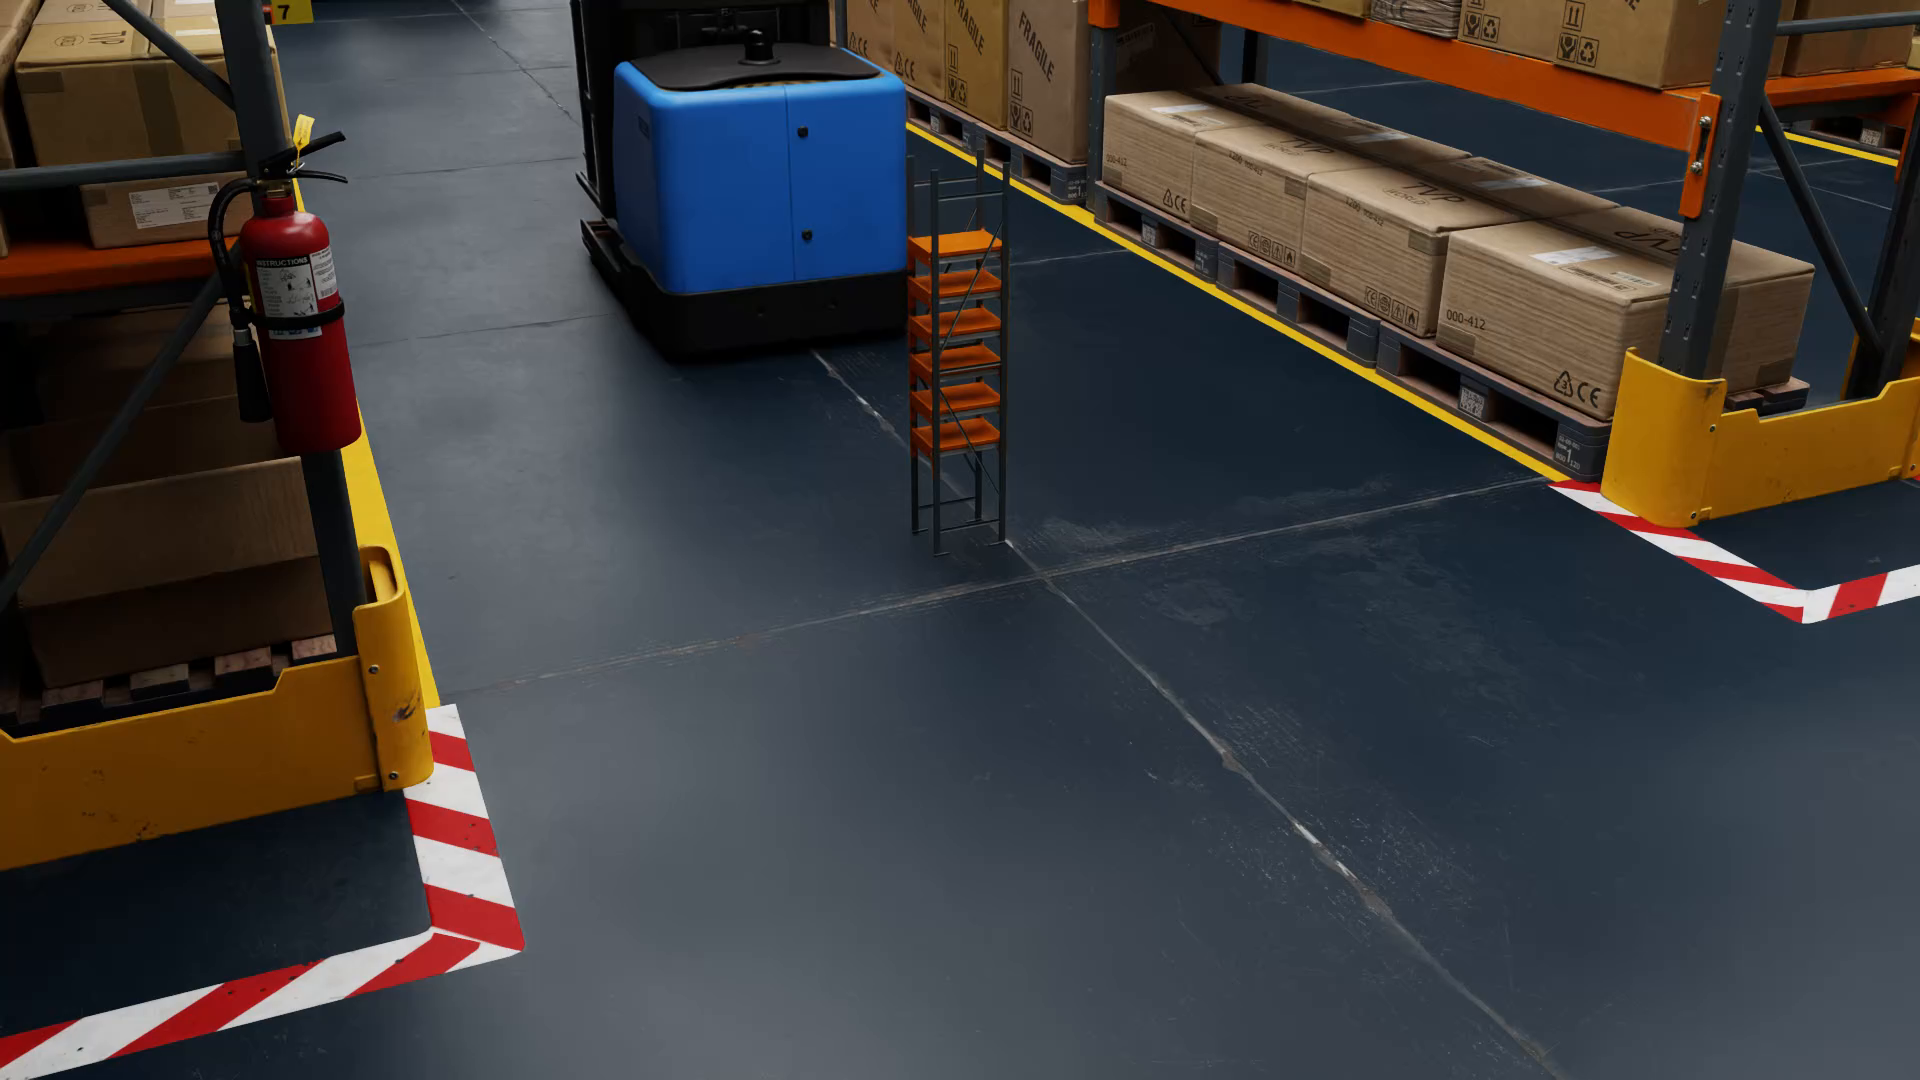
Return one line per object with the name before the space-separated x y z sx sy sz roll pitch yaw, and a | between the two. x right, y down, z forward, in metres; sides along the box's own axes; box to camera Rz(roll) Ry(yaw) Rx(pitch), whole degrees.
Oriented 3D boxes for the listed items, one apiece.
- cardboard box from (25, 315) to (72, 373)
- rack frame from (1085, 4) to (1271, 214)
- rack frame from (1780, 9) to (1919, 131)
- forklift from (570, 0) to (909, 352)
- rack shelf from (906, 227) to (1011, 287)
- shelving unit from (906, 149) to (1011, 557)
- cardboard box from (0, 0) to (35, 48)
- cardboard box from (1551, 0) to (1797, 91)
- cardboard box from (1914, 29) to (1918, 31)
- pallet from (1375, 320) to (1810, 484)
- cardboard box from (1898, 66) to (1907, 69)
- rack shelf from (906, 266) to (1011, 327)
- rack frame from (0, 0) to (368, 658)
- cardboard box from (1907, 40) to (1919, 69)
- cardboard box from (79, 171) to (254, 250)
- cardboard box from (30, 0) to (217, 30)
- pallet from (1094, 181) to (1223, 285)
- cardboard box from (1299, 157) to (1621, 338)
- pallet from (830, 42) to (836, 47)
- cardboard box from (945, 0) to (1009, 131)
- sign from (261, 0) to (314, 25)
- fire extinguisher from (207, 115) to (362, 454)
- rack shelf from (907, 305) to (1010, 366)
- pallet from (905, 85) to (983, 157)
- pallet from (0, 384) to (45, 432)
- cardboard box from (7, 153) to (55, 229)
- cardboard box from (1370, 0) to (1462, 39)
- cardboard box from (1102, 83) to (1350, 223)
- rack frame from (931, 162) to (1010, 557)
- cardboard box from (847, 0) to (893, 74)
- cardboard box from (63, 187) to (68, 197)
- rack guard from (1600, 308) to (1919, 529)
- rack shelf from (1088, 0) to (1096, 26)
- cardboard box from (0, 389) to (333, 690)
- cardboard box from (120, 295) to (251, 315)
cardboard box | -3.204 -0.740 6.117 0.380 0.149 0.250 -11 28 -21
rack frame | 1.151 -3.169 8.321 1.000 3.000 0.127 -11 28 -21
rack frame | 5.666 -4.060 10.147 1.000 3.000 0.127 -11 28 -21
forklift | -1.201 -2.686 7.411 1.130 2.935 3.031 -10 28 -19
rack shelf | -0.006 -0.829 4.860 0.258 0.103 0.180 -11 28 -21
shelving unit | -0.006 -0.545 4.999 0.258 1.200 0.189 -11 28 -21
cardboard box | -2.473 -1.114 3.945 0.500 0.250 0.500 -10 28 -20
cardboard box | 2.285 -1.748 5.298 0.500 0.500 0.500 -10 28 -20
cardboard box | 5.610 -3.060 10.192 0.380 0.149 0.250 -9 28 -19
pallet | 2.332 -0.610 6.259 1.003 0.211 1.213 -11 28 -21
cardboard box | 5.695 -2.813 10.025 0.380 0.149 0.250 -10 28 -20
rack shelf | -0.006 -0.721 4.913 0.258 0.103 0.180 -11 28 -21
rack frame | -1.848 -0.700 3.264 1.000 3.000 0.127 -11 28 -21
cardboard box | 5.808 -2.845 9.751 0.380 0.149 0.250 -11 28 -21
cardboard box | -1.725 -0.766 3.687 0.380 0.149 0.250 -11 28 -21
cardboard box | -1.976 -1.199 4.118 0.500 0.250 0.500 -10 28 -20
pallet | 1.377 -1.595 8.277 1.003 0.211 1.213 -11 28 -21
cardboard box | 2.001 -1.209 6.748 0.875 0.438 0.875 -10 28 -19
pallet | -0.720 -3.846 12.887 1.003 0.211 1.213 -11 28 -21
cardboard box | 0.474 -3.003 9.924 0.875 0.875 0.875 -10 28 -19
sign | -1.349 -1.182 3.265 0.100 0.325 0.005 -11 28 -21
fire extinguisher | -1.365 -0.517 3.404 0.296 0.674 0.183 -11 28 -21
rack shelf | -0.006 -0.613 4.966 0.258 0.103 0.180 -11 28 -21
pallet | 0.298 -2.707 10.555 1.003 0.211 1.213 -11 28 -21
pallet | -2.665 -0.290 5.605 1.003 0.211 1.213 -11 28 -21
cardboard box | -2.268 -0.787 3.730 0.380 0.149 0.250 -10 28 -19
cardboard box | 1.892 -2.159 6.140 0.500 0.500 0.500 -10 28 -19
cardboard box | 1.298 -1.934 8.234 0.875 0.438 0.875 -11 28 -21
rack frame | 0.030 -0.508 4.923 0.240 1.200 0.006 -11 28 -21
cardboard box | -0.221 -3.724 11.402 0.875 0.875 0.875 -11 28 -21
cardboard box | -2.002 -0.961 4.086 0.380 0.149 0.250 -11 28 -21
rack guard | 2.727 -0.421 5.542 1.175 0.500 0.348 -11 28 -21
rack shelf | 0.368 -3.653 10.133 1.077 0.370 4.000 -11 28 -21
cardboard box | -2.001 -0.030 4.259 0.797 0.503 0.637 -12 28 -23
cardboard box | -2.415 -0.611 5.452 0.500 0.500 0.500 -10 28 -20
